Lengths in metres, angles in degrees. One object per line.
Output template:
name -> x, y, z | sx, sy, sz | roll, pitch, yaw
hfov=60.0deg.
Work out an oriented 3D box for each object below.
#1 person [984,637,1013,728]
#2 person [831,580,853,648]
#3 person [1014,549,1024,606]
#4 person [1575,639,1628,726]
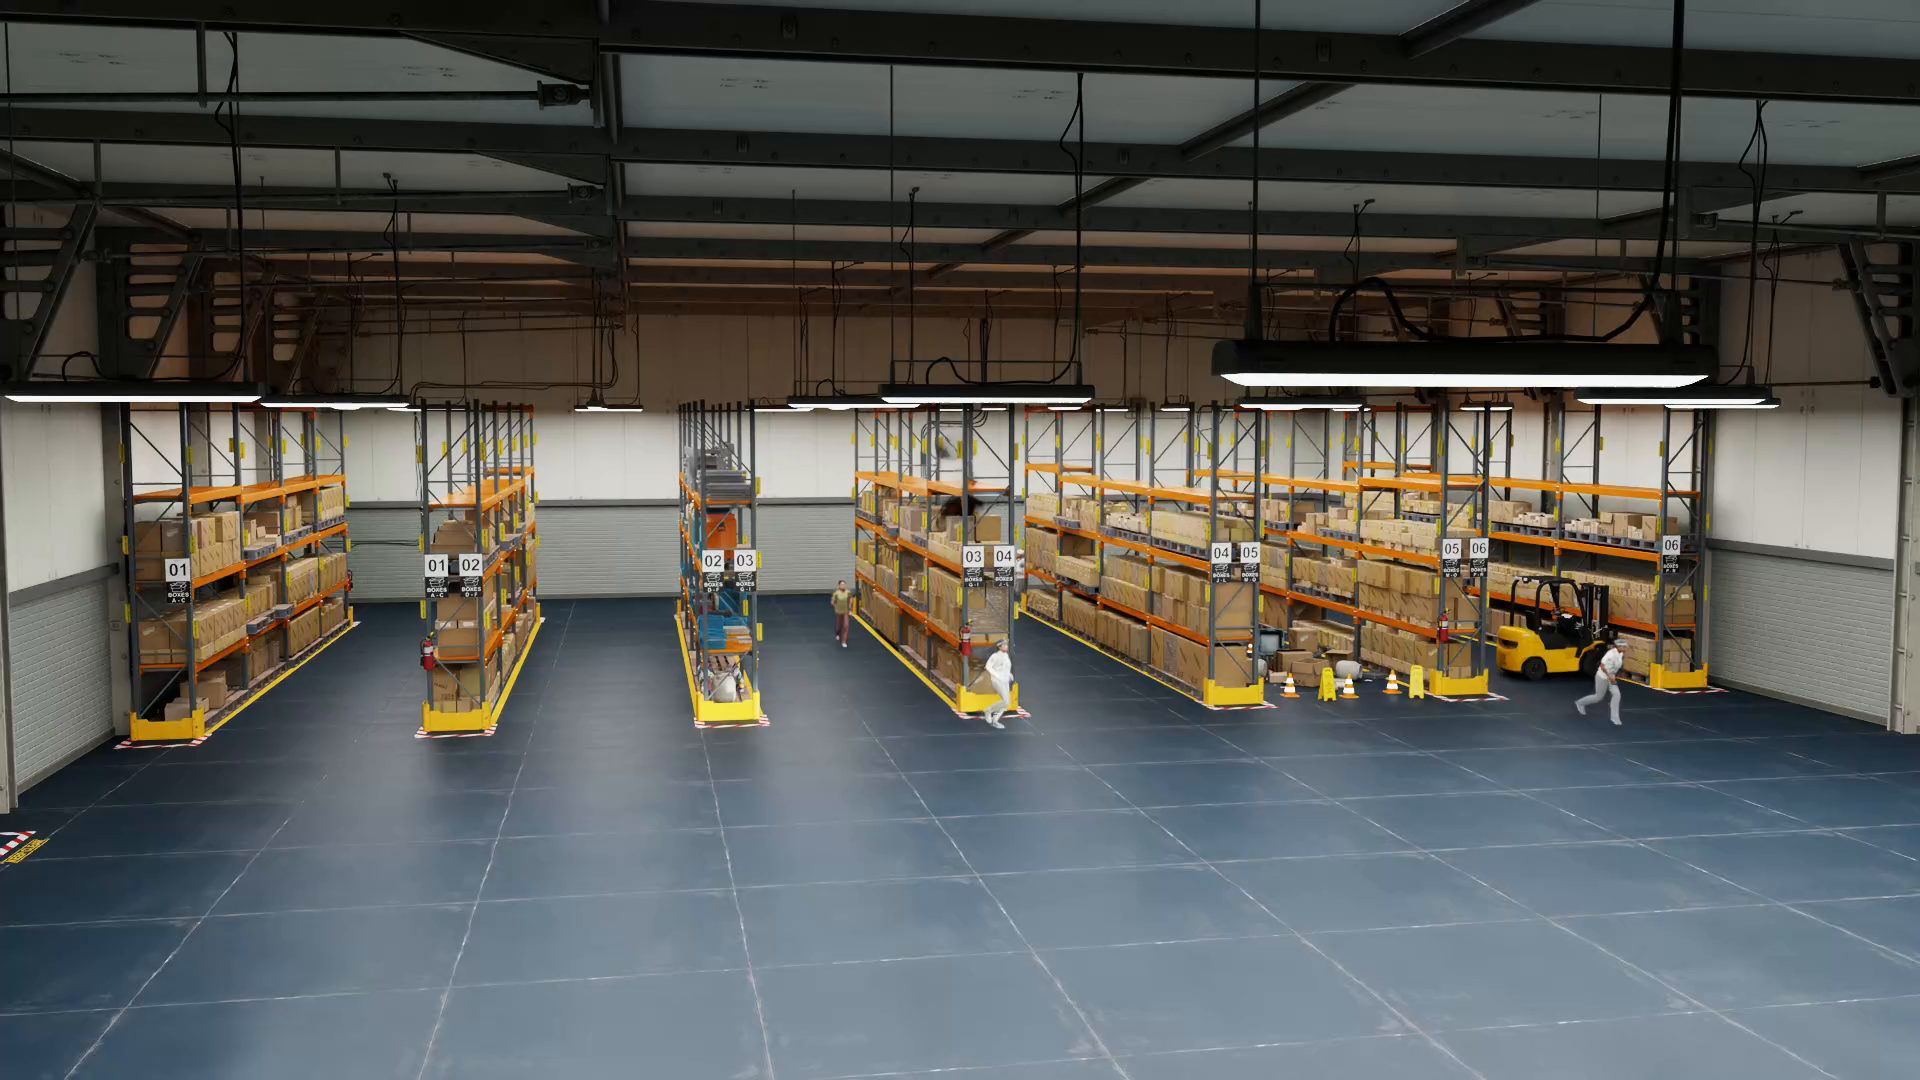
person -> 0.764, 2.603, 30.480 | 0.448, 1.658, 0.650 | 2, 5, 29
person -> -2.916, 1.798, 41.131 | 0.566, 1.647, 0.875 | -1, 4, -14
person -> 1.757, 1.124, 49.696 | 0.563, 1.720, 0.649 | -3, 5, -35
person -> 11.966, 2.611, 30.997 | 0.962, 1.629, 0.599 | 4, 6, 43
